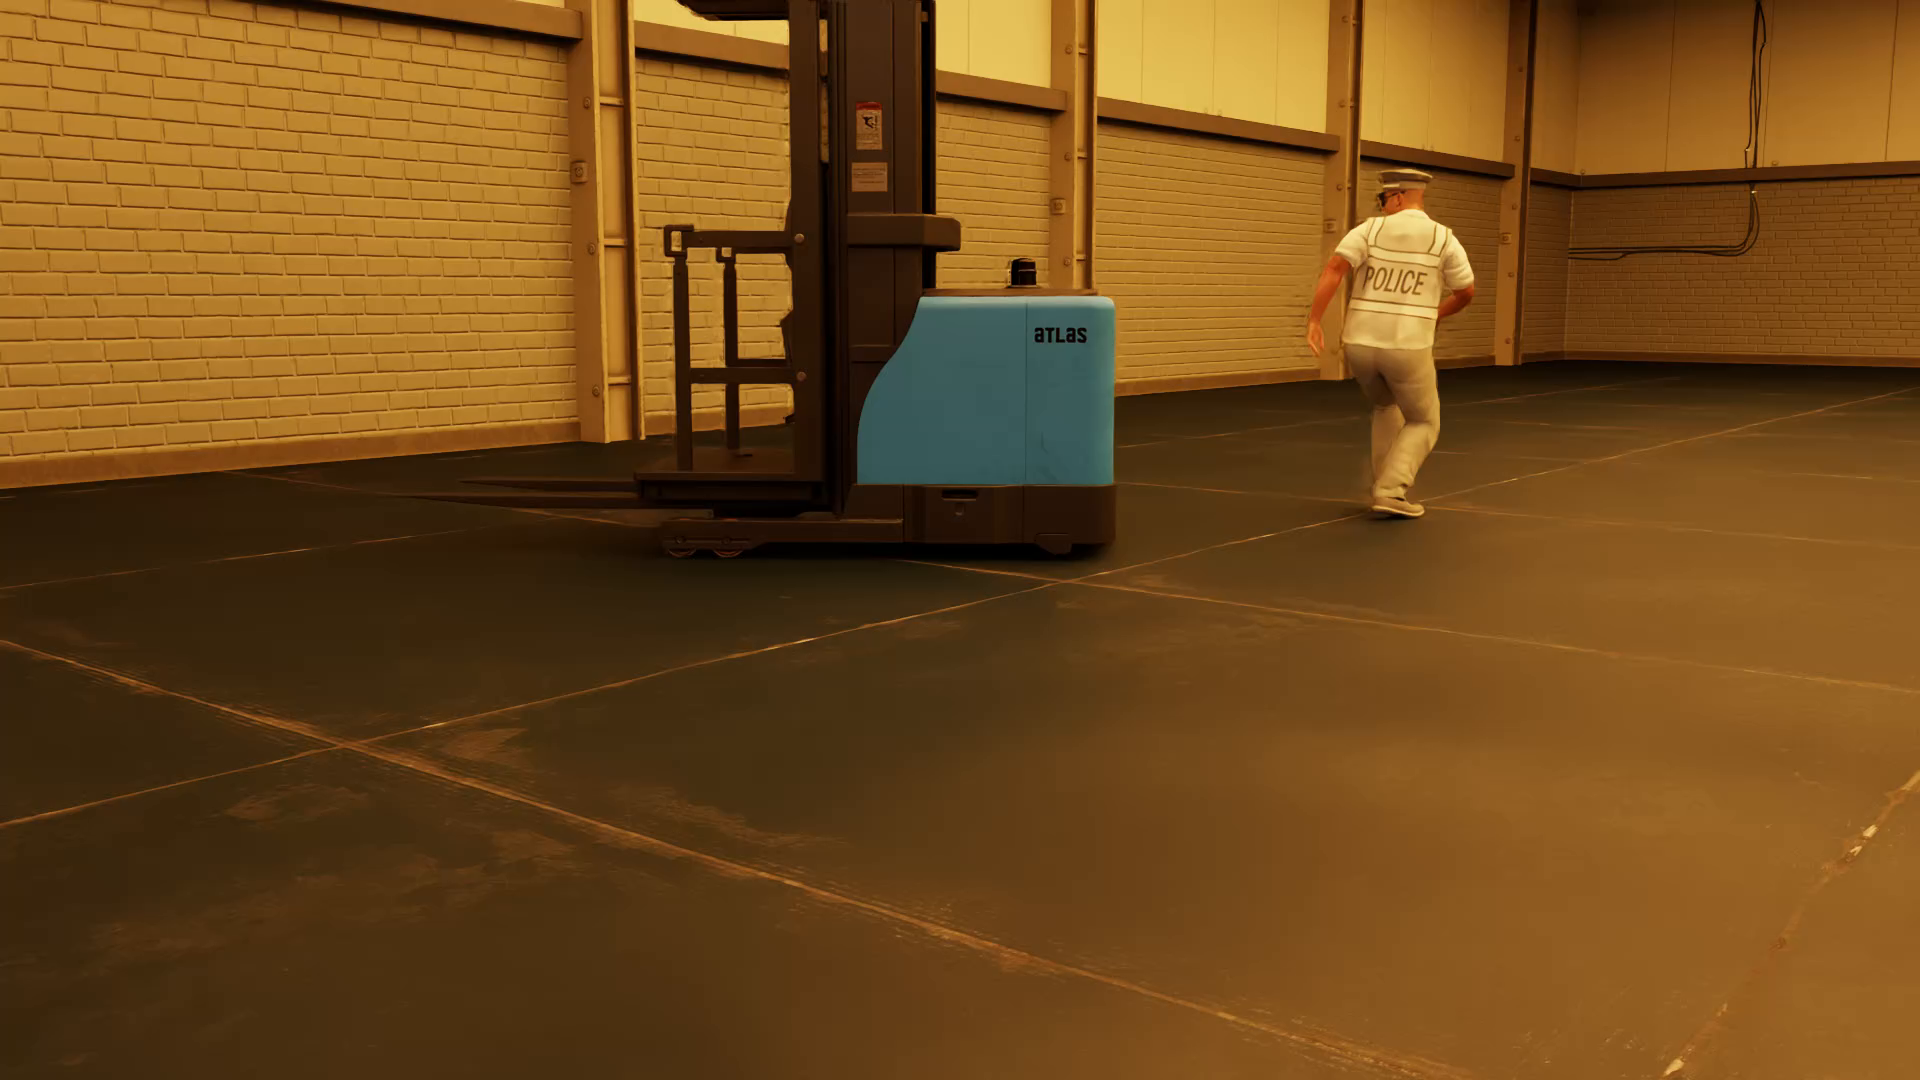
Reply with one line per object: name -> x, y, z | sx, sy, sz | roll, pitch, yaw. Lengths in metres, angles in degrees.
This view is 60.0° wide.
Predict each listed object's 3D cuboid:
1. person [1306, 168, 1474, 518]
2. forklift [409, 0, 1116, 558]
person -> 2.134, -0.919, 8.124 | 0.631, 1.760, 0.798 | 7, 11, 38
forklift -> -0.840, -1.451, 7.198 | 3.031, 2.935, 1.130 | 1, 8, 4
